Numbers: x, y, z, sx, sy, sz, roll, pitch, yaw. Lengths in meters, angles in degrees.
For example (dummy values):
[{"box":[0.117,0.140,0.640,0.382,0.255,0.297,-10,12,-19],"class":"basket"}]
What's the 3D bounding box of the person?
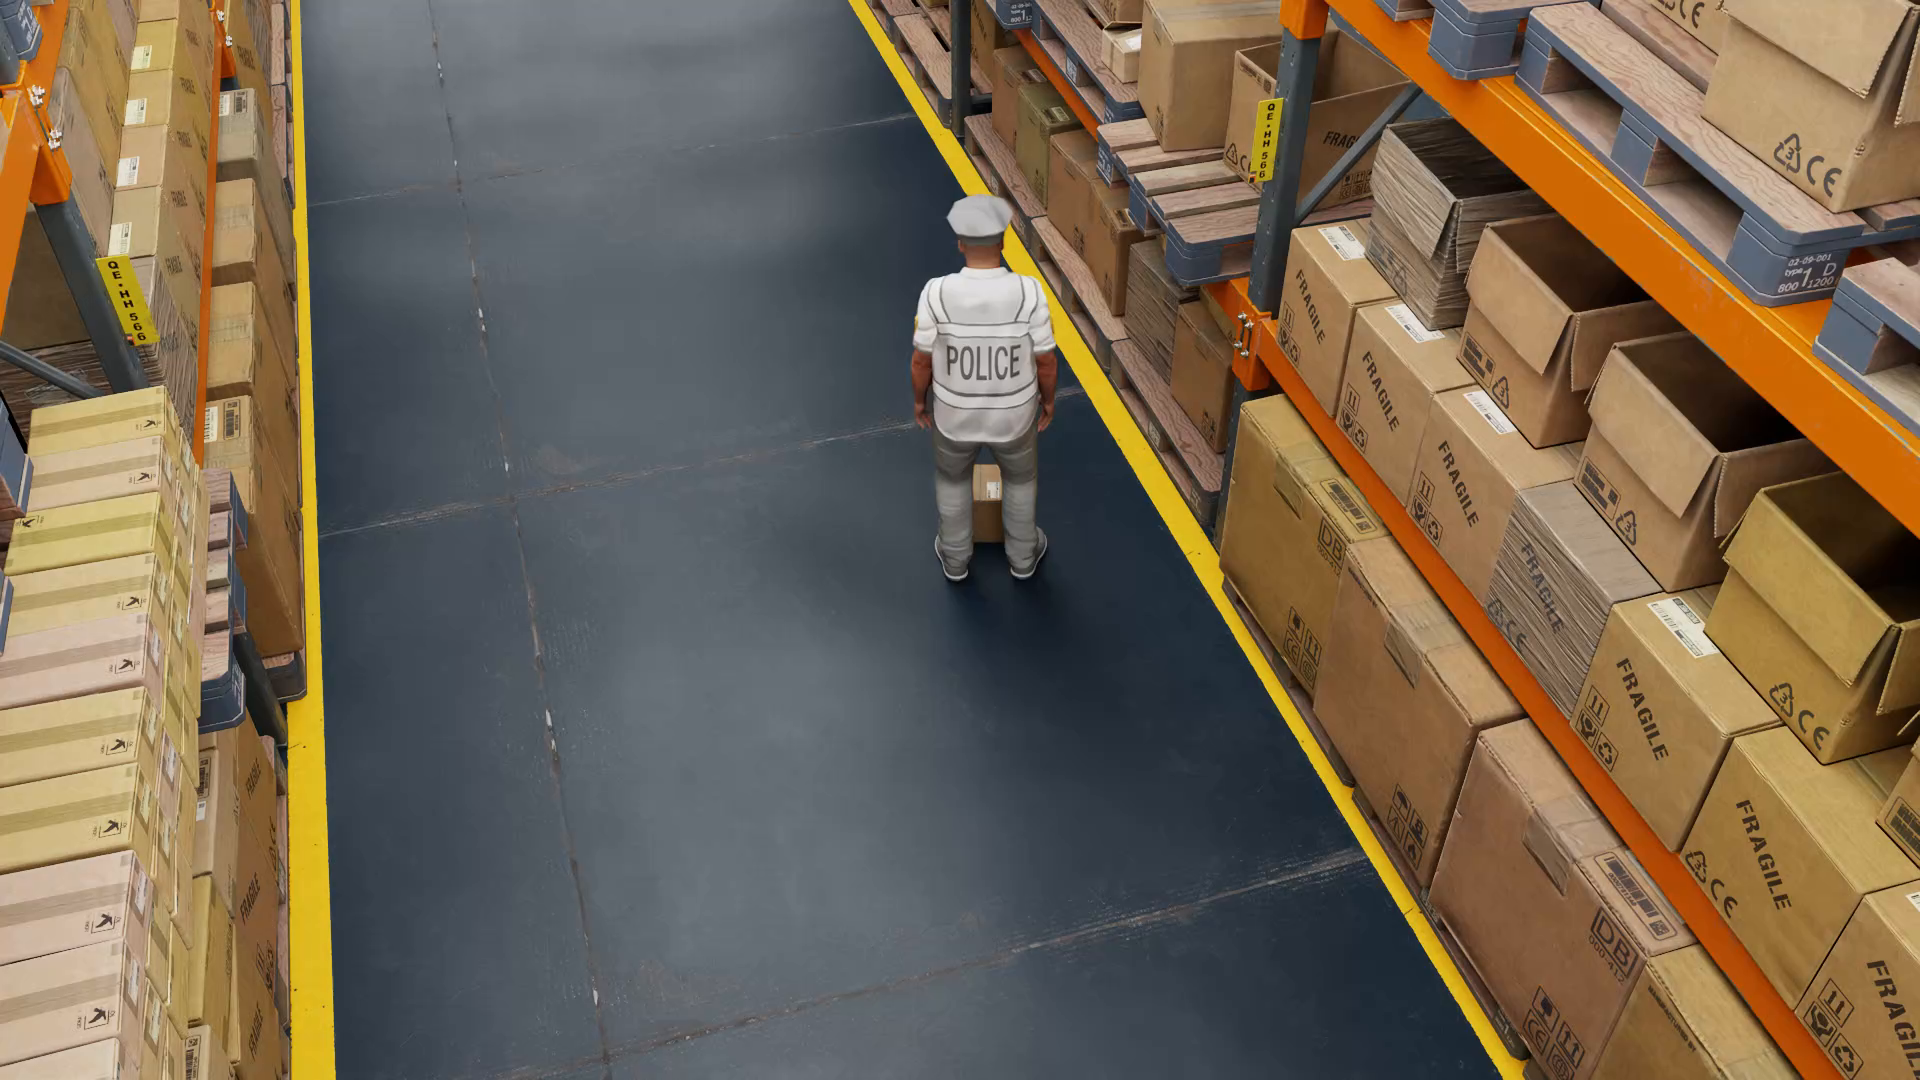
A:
[{"box":[0.099,-0.540,6.754,0.585,1.749,0.435,1,42,1],"class":"person"}]
